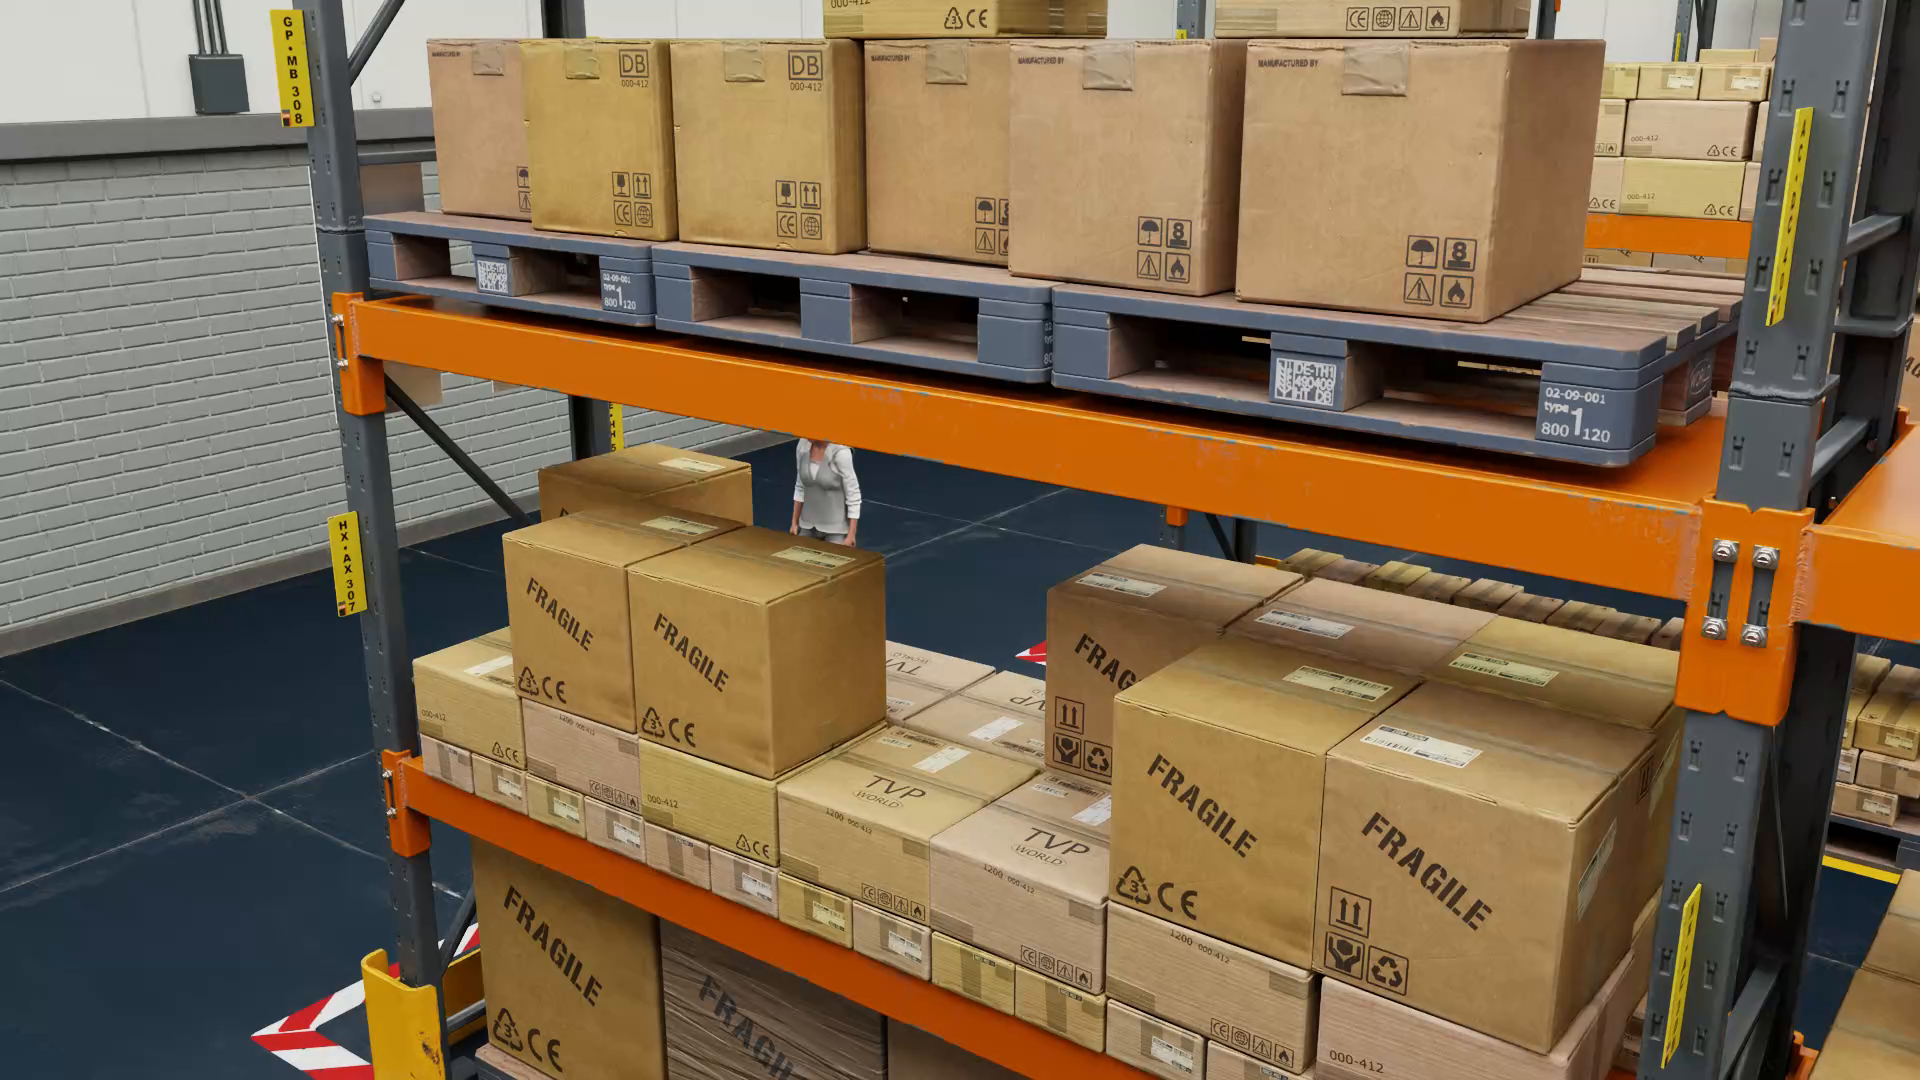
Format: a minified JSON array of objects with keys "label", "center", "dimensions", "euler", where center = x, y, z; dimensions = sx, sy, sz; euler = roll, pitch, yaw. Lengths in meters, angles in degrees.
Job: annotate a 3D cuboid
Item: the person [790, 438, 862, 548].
[{"label":"person","center":[-0.791,-0.043,9.704],"dimensions":[0.481,1.591,0.348],"euler":[11,20,31]}]
